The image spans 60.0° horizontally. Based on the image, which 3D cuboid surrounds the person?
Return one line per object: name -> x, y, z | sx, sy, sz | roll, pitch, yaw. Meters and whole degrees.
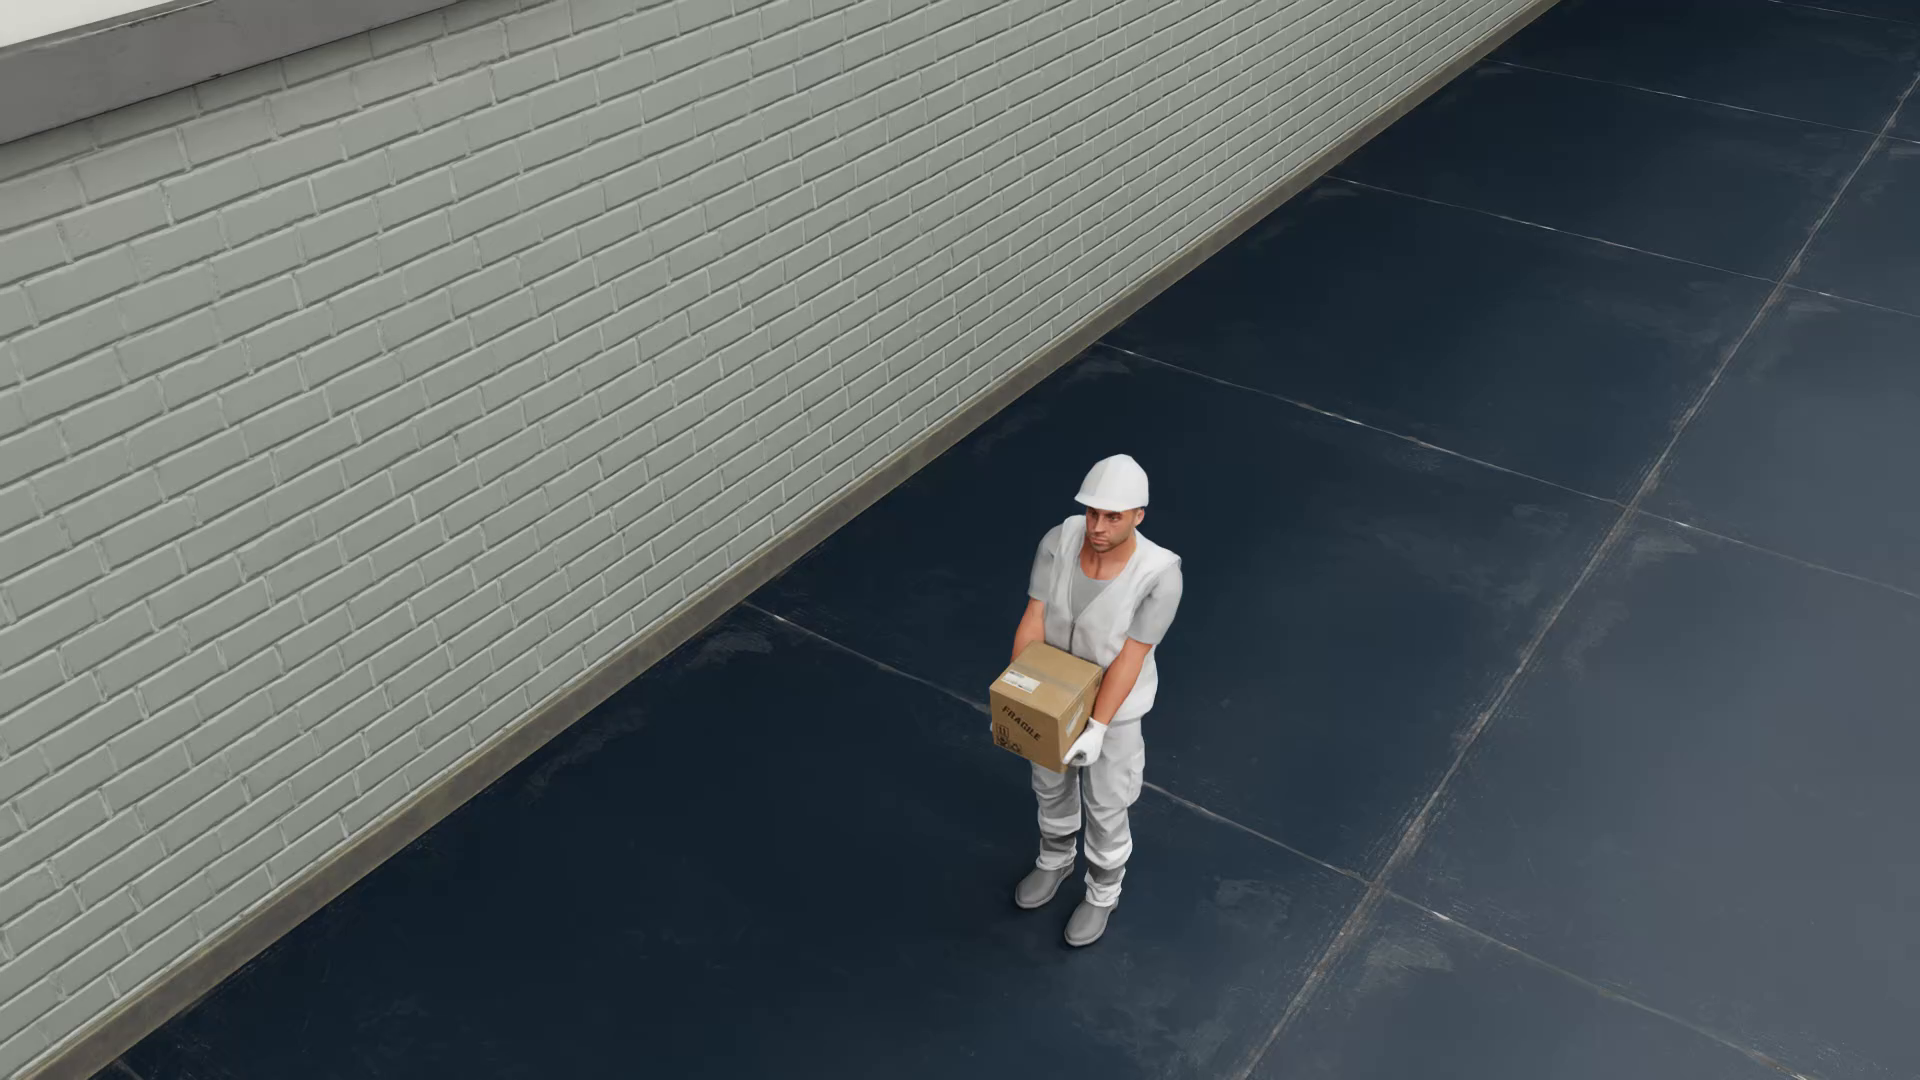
person -> 0.367, 0.561, 5.299 | 0.474, 1.786, 0.558 | 22, 40, 28
